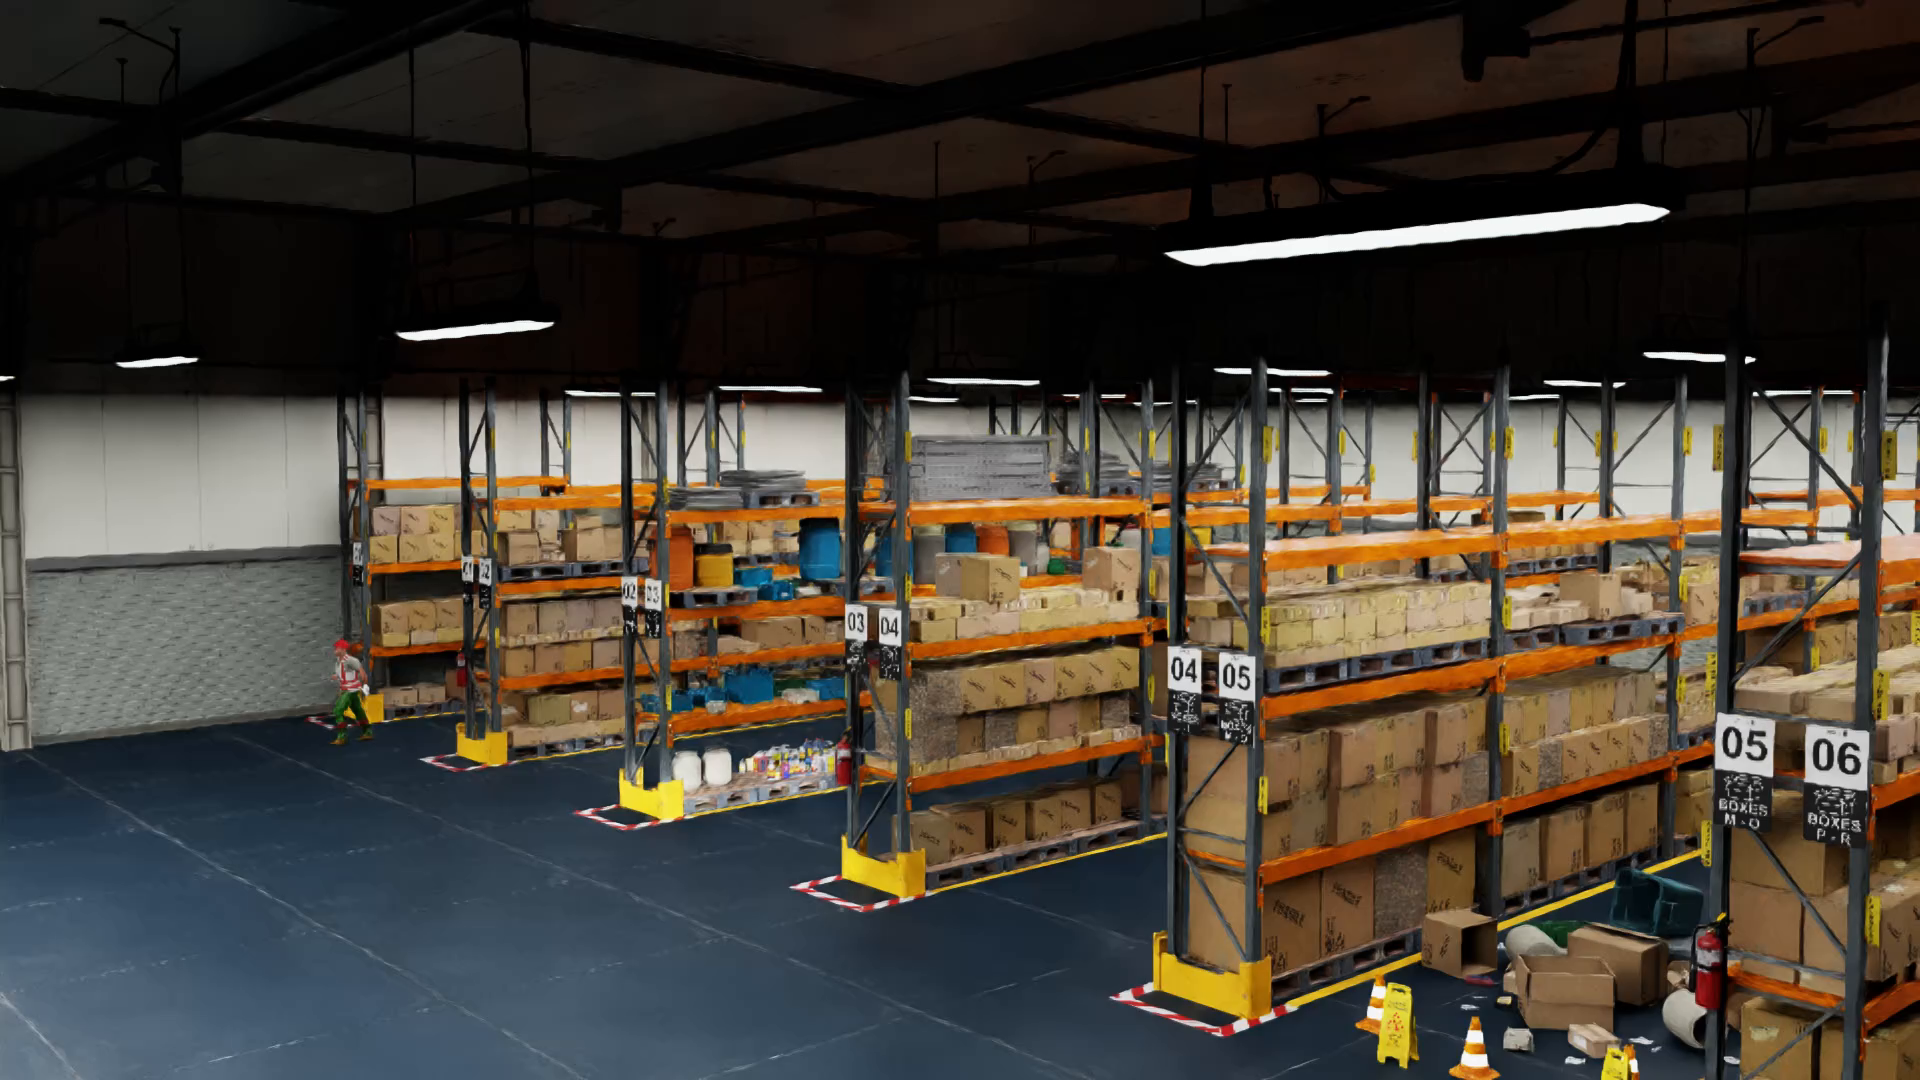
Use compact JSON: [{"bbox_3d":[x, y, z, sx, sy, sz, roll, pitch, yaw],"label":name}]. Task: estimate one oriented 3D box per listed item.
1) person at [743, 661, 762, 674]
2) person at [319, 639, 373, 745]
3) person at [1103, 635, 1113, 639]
[{"bbox_3d":[-4.009,2.315,31.750,1.032,1.504,0.417,-3,5,-39],"label":"person"},{"bbox_3d":[-10.147,2.491,27.577,0.835,1.722,0.703,-3,5,-37],"label":"person"},{"bbox_3d":[2.925,2.172,31.889,0.463,1.774,0.598,2,4,23],"label":"person"}]
